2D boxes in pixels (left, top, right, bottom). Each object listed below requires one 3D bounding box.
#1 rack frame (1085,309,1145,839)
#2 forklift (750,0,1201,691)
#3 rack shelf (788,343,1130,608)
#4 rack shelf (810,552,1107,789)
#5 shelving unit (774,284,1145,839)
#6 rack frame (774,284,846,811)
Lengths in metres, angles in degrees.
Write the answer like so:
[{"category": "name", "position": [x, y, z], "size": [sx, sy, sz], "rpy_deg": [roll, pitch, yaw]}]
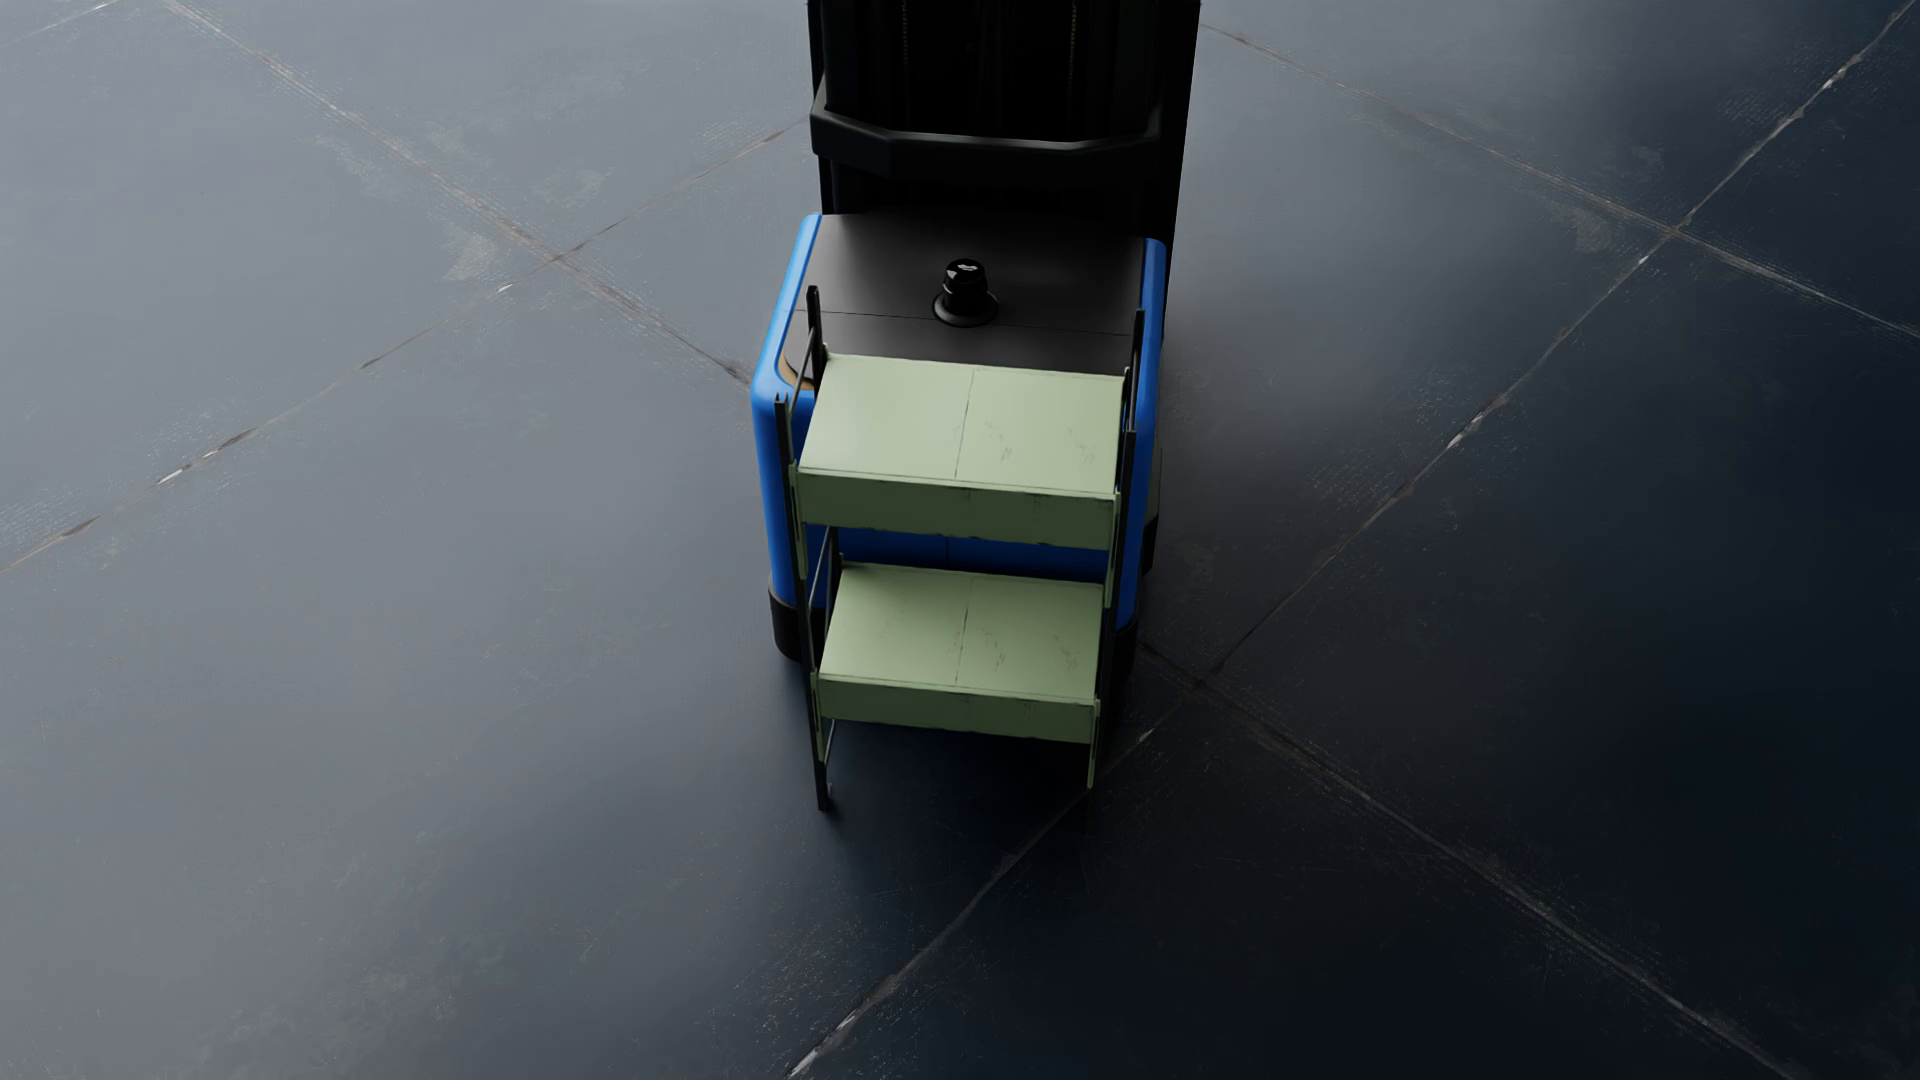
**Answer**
[{"category": "rack frame", "position": [0.374, 0.148, 4.082], "size": [0.023, 1.500, 0.400], "rpy_deg": [5, 47, 5]}, {"category": "forklift", "position": [0.148, -1.655, 4.793], "size": [1.130, 2.935, 3.031], "rpy_deg": [5, 47, 5]}, {"category": "rack shelf", "position": [0.011, -0.151, 3.828], "size": [0.720, 0.370, 0.431], "rpy_deg": [5, 47, 5]}, {"category": "rack shelf", "position": [0.011, 0.339, 4.350], "size": [0.720, 0.370, 0.431], "rpy_deg": [5, 47, 5]}, {"category": "shelving unit", "position": [0.011, 0.116, 4.112], "size": [0.755, 1.500, 0.431], "rpy_deg": [5, 47, 5]}, {"category": "rack frame", "position": [-0.352, 0.084, 4.143], "size": [0.023, 1.500, 0.400], "rpy_deg": [5, 47, 5]}]
